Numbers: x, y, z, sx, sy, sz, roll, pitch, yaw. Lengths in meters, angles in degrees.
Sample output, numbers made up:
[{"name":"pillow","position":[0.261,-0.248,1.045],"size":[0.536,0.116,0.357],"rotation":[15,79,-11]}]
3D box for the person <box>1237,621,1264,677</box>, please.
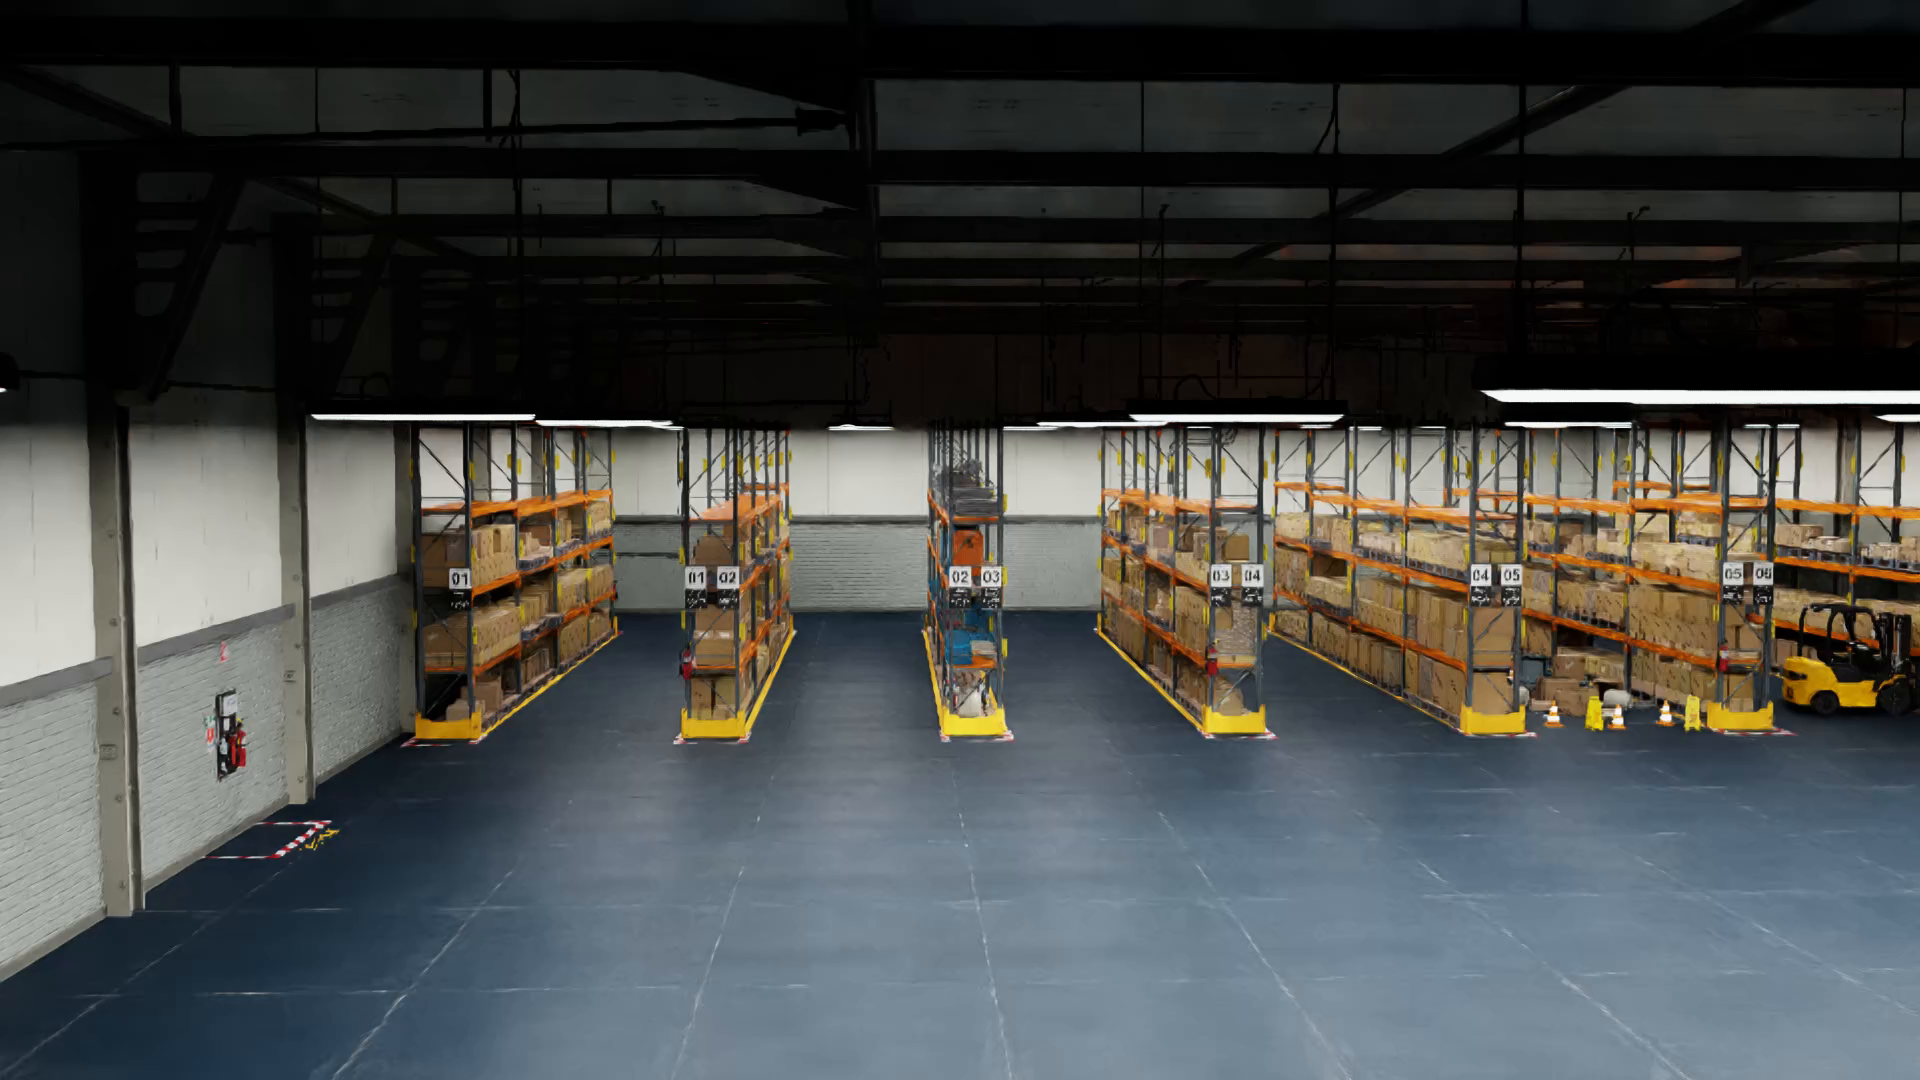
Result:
[{"name":"person","position":[6.752,2.348,38.636],"size":[0.677,1.726,0.574],"rotation":[0,4,-4]}]
